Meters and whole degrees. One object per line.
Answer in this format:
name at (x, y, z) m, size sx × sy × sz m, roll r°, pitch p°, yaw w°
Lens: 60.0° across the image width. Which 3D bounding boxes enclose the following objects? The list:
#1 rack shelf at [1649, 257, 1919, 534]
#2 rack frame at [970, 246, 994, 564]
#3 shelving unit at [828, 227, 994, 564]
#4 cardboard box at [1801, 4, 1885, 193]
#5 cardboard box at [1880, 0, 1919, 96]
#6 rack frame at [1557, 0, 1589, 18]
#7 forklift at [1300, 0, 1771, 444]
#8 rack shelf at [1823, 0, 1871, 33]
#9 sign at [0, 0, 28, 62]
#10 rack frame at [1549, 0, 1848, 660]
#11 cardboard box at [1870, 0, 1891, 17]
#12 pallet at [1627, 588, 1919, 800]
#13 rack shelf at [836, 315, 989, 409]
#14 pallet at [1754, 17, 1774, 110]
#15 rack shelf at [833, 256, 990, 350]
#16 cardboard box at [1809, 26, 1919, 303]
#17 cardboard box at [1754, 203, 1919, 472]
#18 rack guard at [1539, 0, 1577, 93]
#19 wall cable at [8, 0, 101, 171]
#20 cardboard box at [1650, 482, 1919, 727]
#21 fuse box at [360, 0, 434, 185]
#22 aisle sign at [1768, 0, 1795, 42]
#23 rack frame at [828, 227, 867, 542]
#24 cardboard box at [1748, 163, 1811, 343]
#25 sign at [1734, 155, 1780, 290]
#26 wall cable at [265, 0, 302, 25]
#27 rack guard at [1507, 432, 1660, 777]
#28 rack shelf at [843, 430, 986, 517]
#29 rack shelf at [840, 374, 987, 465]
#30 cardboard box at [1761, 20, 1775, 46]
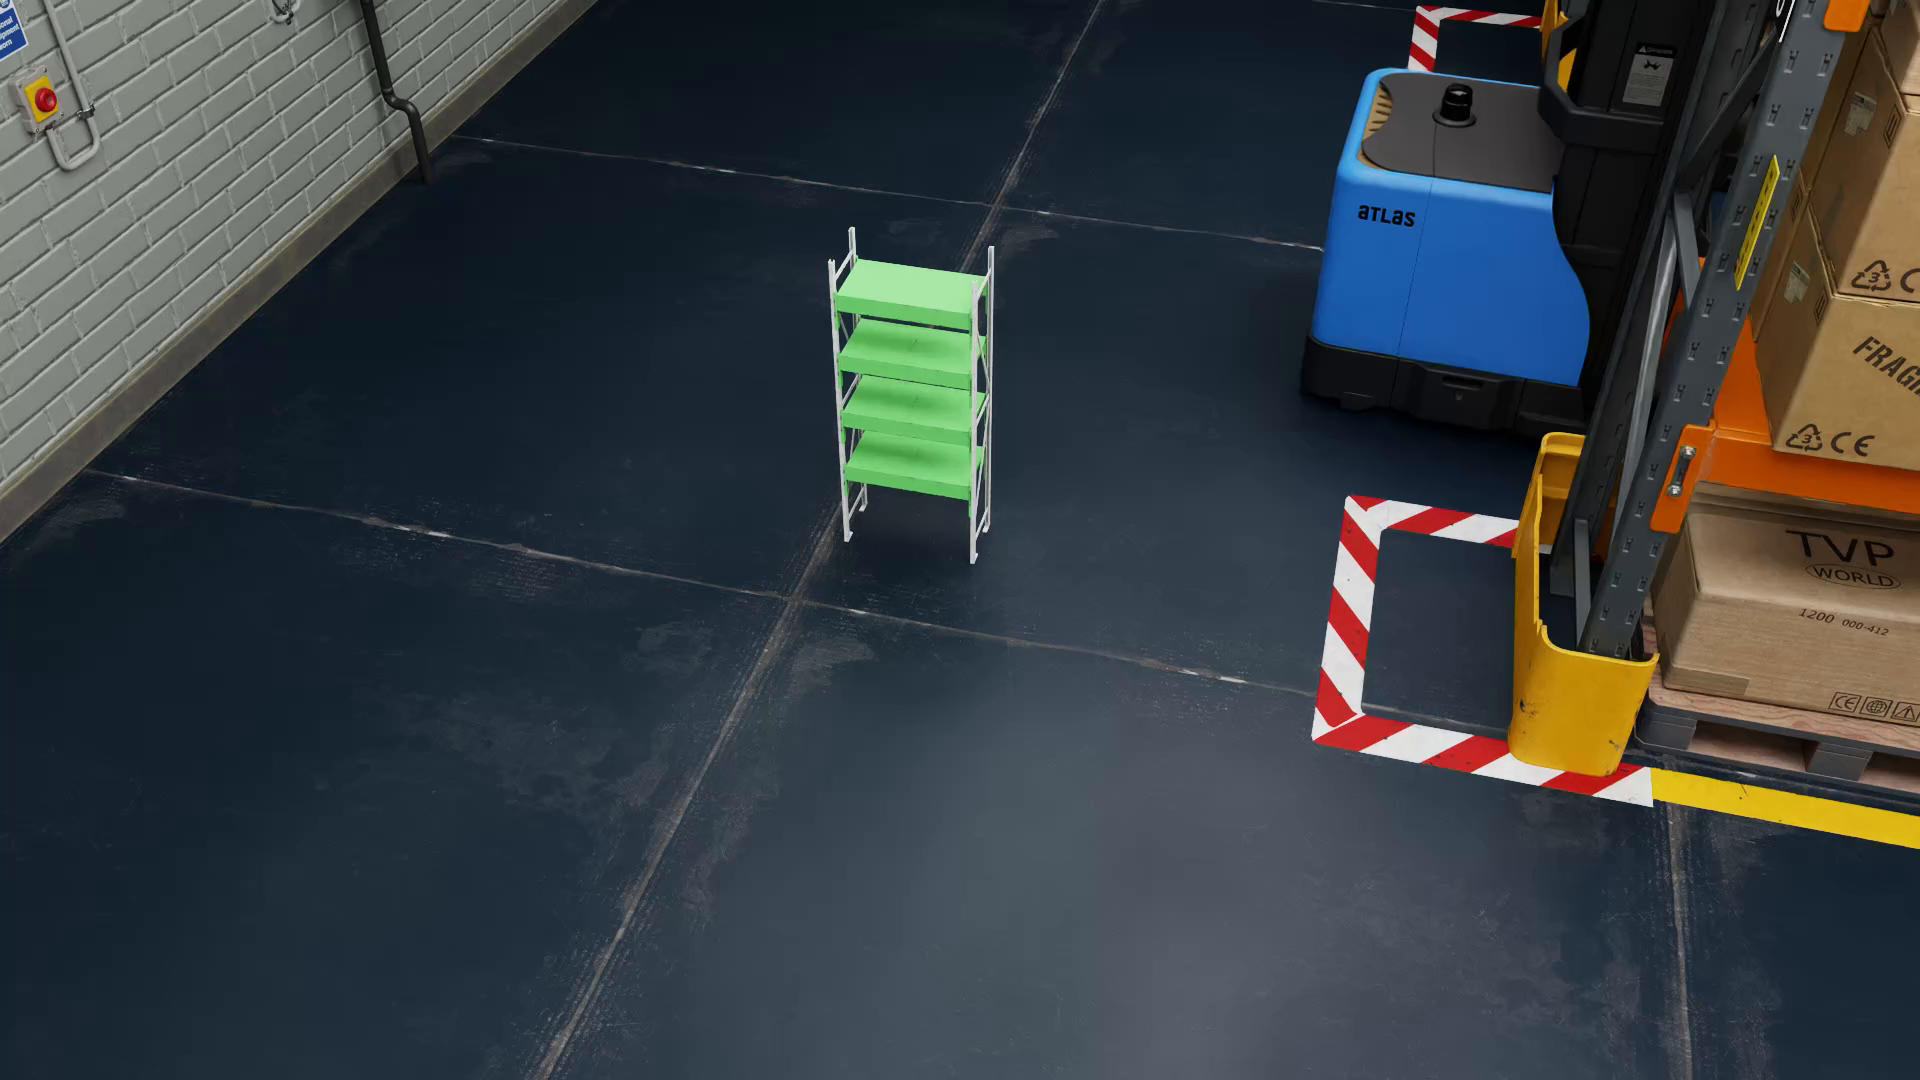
rack shelf at (4.051, -0.157, 4.663) m, size 4.000 × 0.370 × 1.077 m, roll 10°, pitch 41°, yaw 11°
rack frame at (0.076, -0.446, 5.849) m, size 0.015 × 1.200 × 0.240 m, roll 10°, pitch 41°, yaw 11°
shelving unit at (-0.160, -0.487, 5.897) m, size 0.503 × 1.200 × 0.258 m, roll 10°, pitch 41°, yaw 11°
cardboard box at (2.646, -1.253, 4.555) m, size 0.500 × 0.500 × 0.500 m, roll 11°, pitch 41°, yaw 13°
cardboard box at (2.390, -1.203, 3.990) m, size 0.250 × 0.149 × 0.380 m, roll 11°, pitch 41°, yaw 12°
rack frame at (3.398, -3.849, 8.500) m, size 0.127 × 3.000 × 1.000 m, roll 10°, pitch 41°, yaw 11°
forklift at (2.990, -1.703, 5.999) m, size 3.031 × 2.935 × 1.130 m, roll 12°, pitch 41°, yaw 14°
rack shelf at (4.051, -1.305, 3.699) m, size 4.000 × 0.370 × 1.077 m, roll 10°, pitch 41°, yaw 11°
sign at (-3.406, -1.771, 5.816) m, size 0.001 × 0.218 × 0.327 m, roll 10°, pitch 41°, yaw 11°
rack frame at (2.119, -0.764, 4.828) m, size 0.127 × 3.000 × 1.000 m, roll 10°, pitch 41°, yaw 11°
cardboard box at (2.517, -1.499, 4.343) m, size 0.250 × 0.149 × 0.380 m, roll 10°, pitch 41°, yaw 12°
pallet at (2.911, 0.388, 5.624) m, size 1.213 × 0.211 × 1.003 m, roll 10°, pitch 41°, yaw 11°
rack shelf at (-0.160, -0.622, 5.784) m, size 0.480 × 0.148 × 0.258 m, roll 10°, pitch 41°, yaw 11°
pallet at (4.242, -2.636, 9.225) m, size 1.213 × 0.211 × 1.003 m, roll 10°, pitch 41°, yaw 11°
rack shelf at (-0.160, -0.806, 5.629) m, size 0.480 × 0.148 × 0.258 m, roll 10°, pitch 41°, yaw 11°
cardboard box at (2.509, -0.929, 4.168) m, size 0.500 × 0.500 × 0.500 m, roll 9°, pitch 41°, yaw 10°
cardboard box at (2.508, -0.545, 4.488) m, size 0.500 × 0.500 × 0.500 m, roll 9°, pitch 41°, yaw 11°
rack guard at (3.471, -2.879, 9.289) m, size 0.348 × 0.500 × 1.175 m, roll 10°, pitch 41°, yaw 11°
wall cable at (-3.335, -2.088, 5.590) m, size 0.123 × 1.953 × 0.585 m, roll 10°, pitch 41°, yaw 11°
cardboard box at (2.782, 0.103, 5.460) m, size 0.875 × 0.438 × 0.875 m, roll 8°, pitch 41°, yaw 10°
fuse box at (-2.651, -2.475, 7.866) m, size 0.414 × 1.711 × 0.539 m, roll 10°, pitch 41°, yaw 11°
aisle sign at (1.974, -1.592, 3.792) m, size 0.004 × 0.787 × 0.394 m, roll 10°, pitch 41°, yaw 11°
rack frame at (-0.396, -0.528, 5.945) m, size 0.015 × 1.200 × 0.240 m, roll 10°, pitch 41°, yaw 11°
cardboard box at (2.653, -0.887, 4.896) m, size 0.500 × 0.500 × 0.500 m, roll 10°, pitch 41°, yaw 12°
sign at (1.969, -0.783, 4.115) m, size 0.005 × 0.325 × 0.100 m, roll 10°, pitch 41°, yaw 11°
wall cable at (-2.979, -2.959, 6.651) m, size 0.122 × 1.984 × 0.588 m, roll 10°, pitch 41°, yaw 11°
rack guard at (2.095, 0.189, 5.637) m, size 0.348 × 0.500 × 1.175 m, roll 10°, pitch 41°, yaw 11°
rack shelf at (-0.160, -0.254, 6.092) m, size 0.480 × 0.148 × 0.258 m, roll 10°, pitch 41°, yaw 11°
rack shelf at (-0.160, -0.438, 5.938) m, size 0.480 × 0.148 × 0.258 m, roll 10°, pitch 41°, yaw 11°
cardboard box at (4.365, -2.663, 8.978) m, size 0.250 × 0.149 × 0.380 m, roll 8°, pitch 41°, yaw 10°
